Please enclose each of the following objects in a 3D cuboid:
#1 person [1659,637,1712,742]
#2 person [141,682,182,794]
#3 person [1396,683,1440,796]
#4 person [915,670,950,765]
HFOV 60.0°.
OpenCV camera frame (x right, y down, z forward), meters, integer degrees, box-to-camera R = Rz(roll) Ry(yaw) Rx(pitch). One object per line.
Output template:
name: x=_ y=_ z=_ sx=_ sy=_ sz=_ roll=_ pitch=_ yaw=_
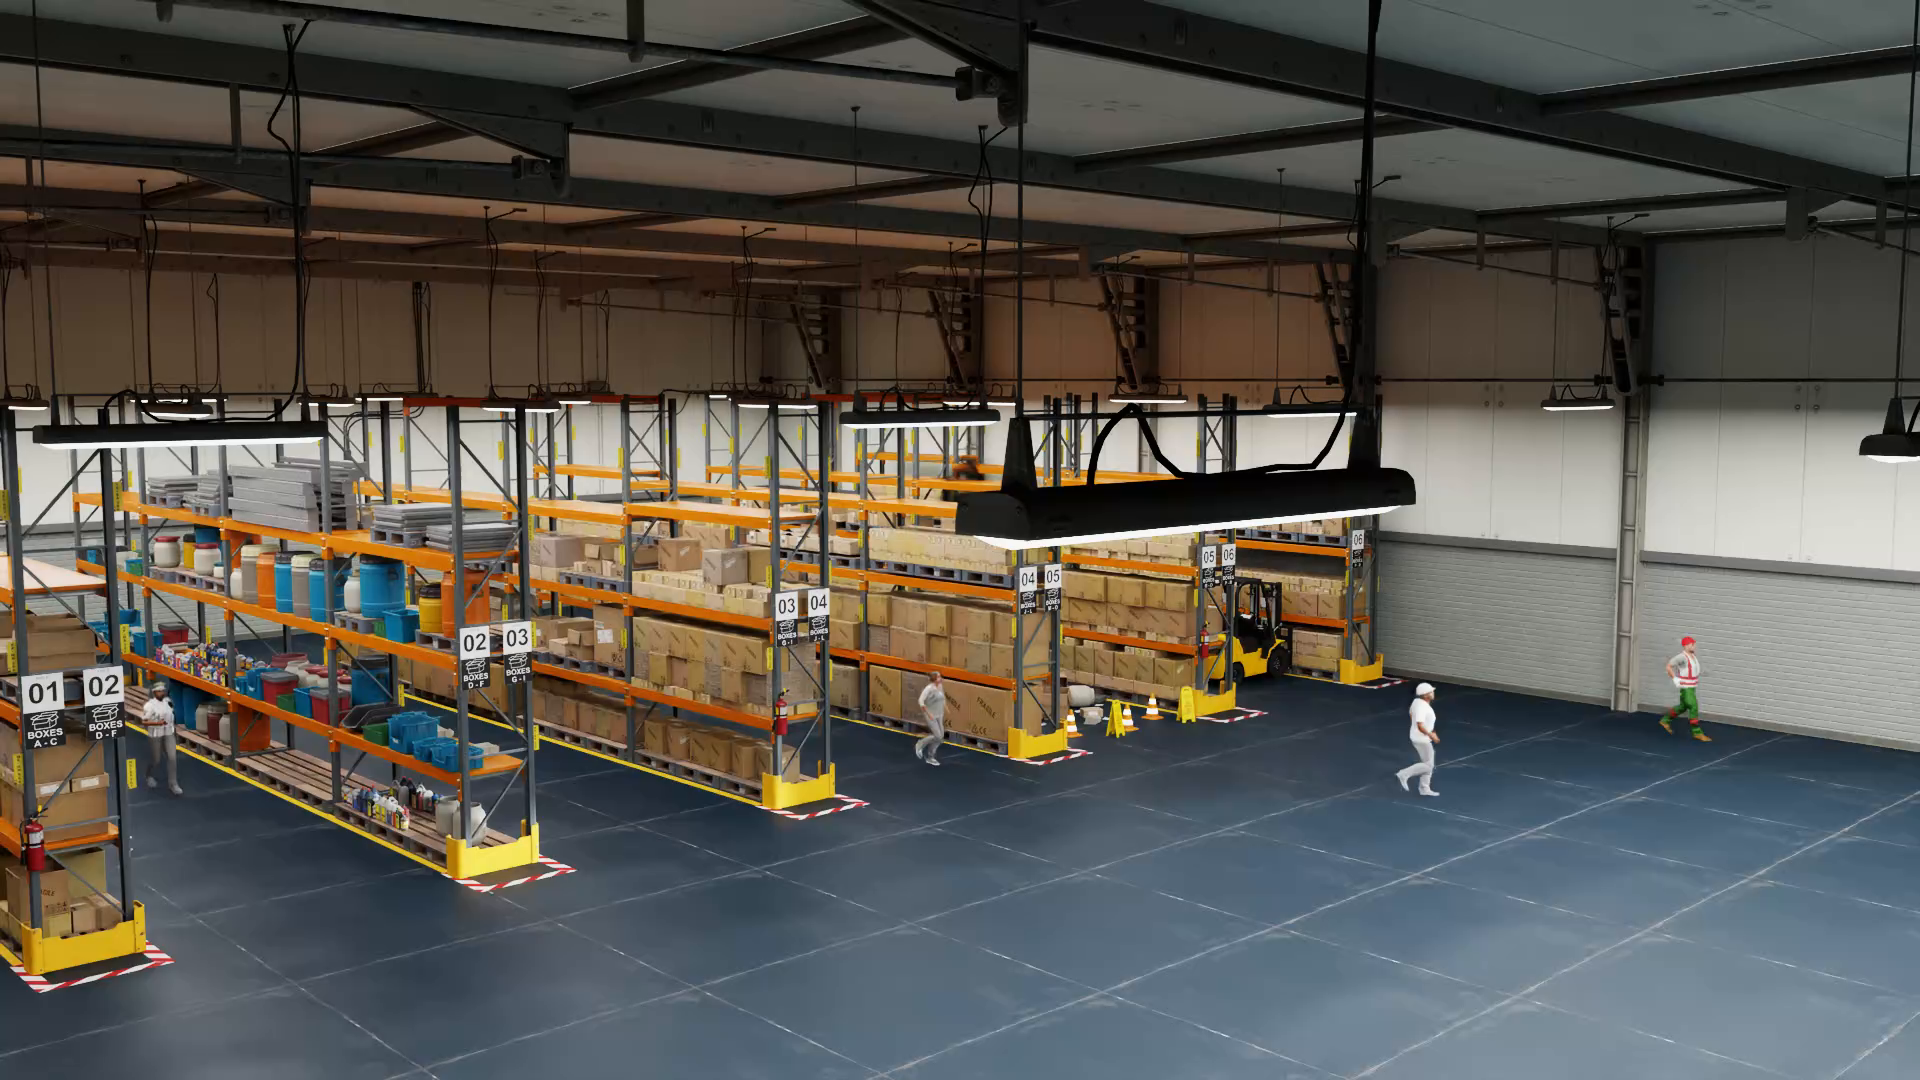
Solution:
person: x=12.775 y=2.584 z=29.207 sx=0.667 sy=1.779 sz=0.967 roll=-5 pitch=8 yaw=-43
person: x=-12.232 y=3.001 z=25.462 sx=0.870 sy=1.698 sz=0.578 roll=5 pitch=7 yaw=39
person: x=6.970 y=3.034 z=25.303 sx=0.684 sy=1.743 sz=0.700 roll=0 pitch=6 yaw=4
person: x=-0.448 y=2.919 z=27.413 sx=0.524 sy=1.565 sz=0.567 roll=4 pitch=7 yaw=34
